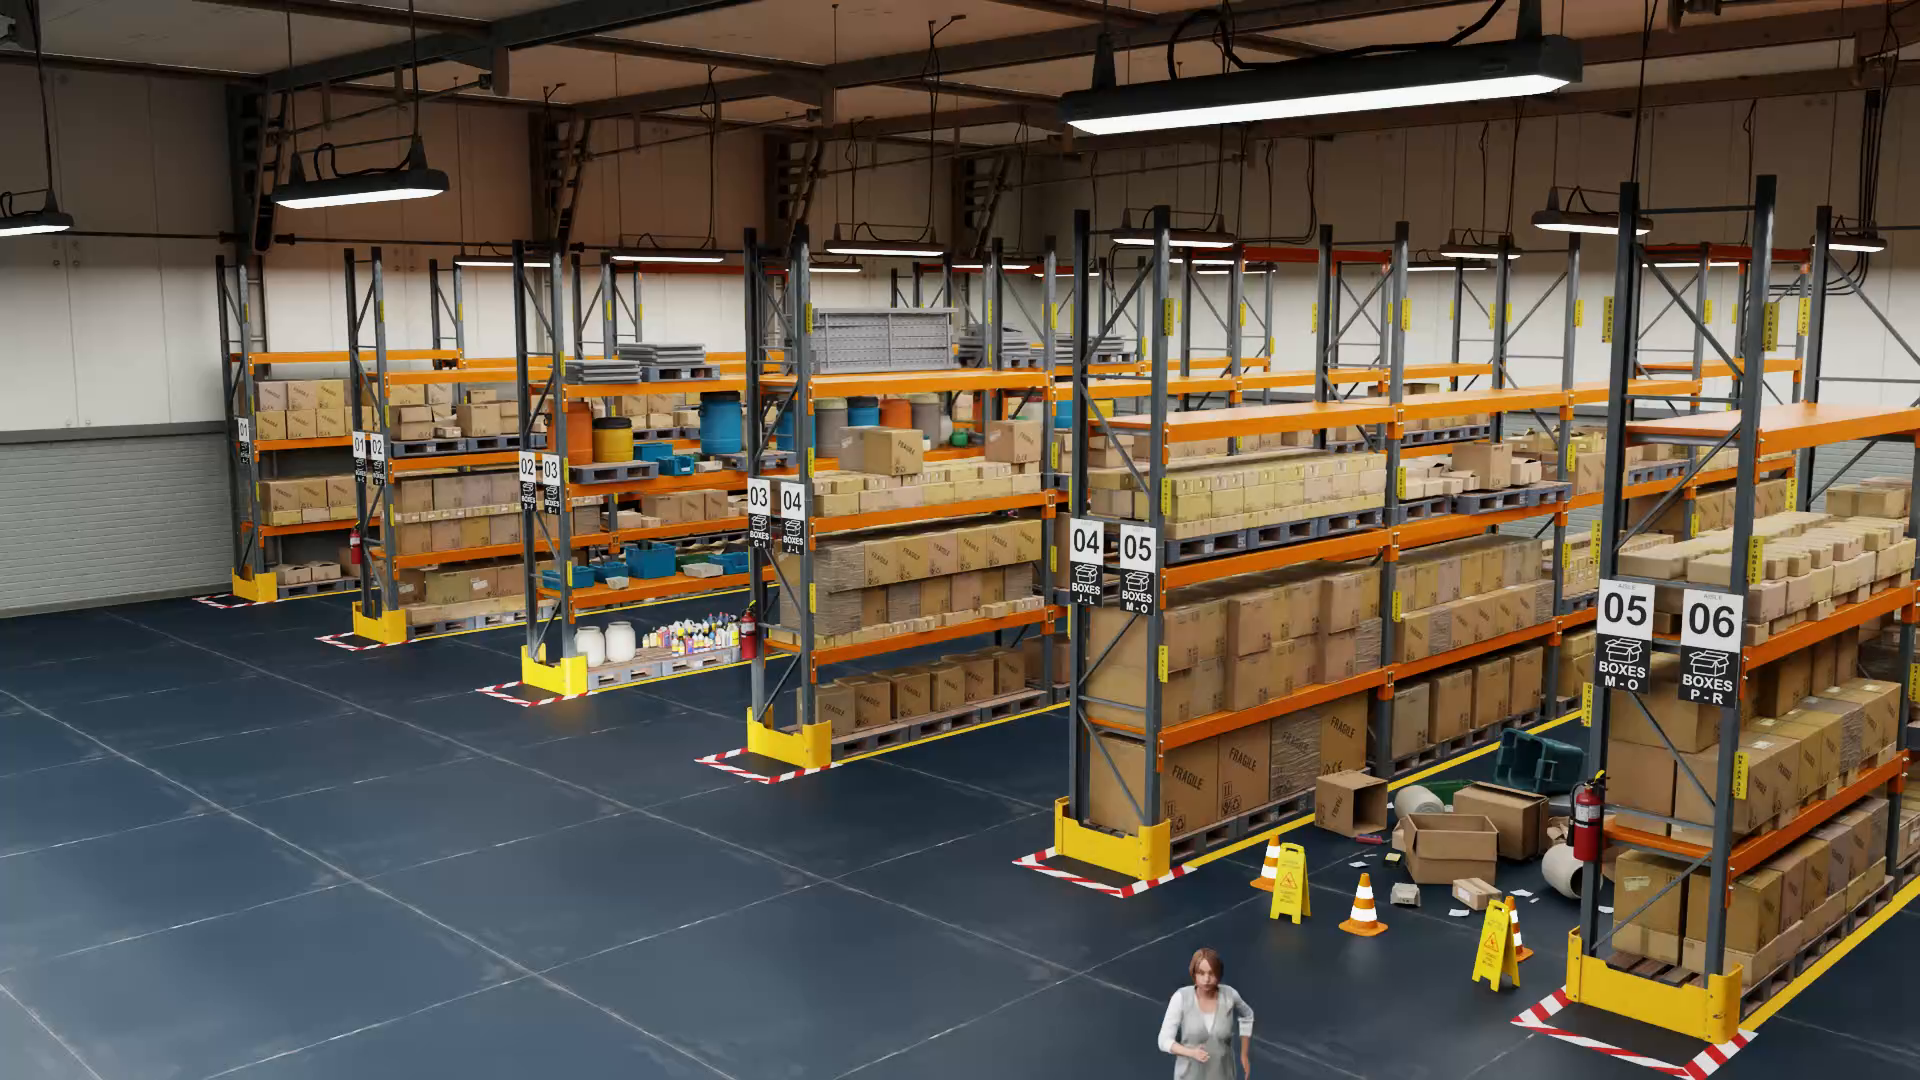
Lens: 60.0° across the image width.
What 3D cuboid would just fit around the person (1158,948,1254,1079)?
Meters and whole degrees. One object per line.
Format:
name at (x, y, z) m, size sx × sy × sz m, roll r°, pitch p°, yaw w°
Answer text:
person at (1.376, 3.059, 9.328) m, size 0.529 × 1.620 × 0.848 m, roll 1°, pitch 8°, yaw 8°
